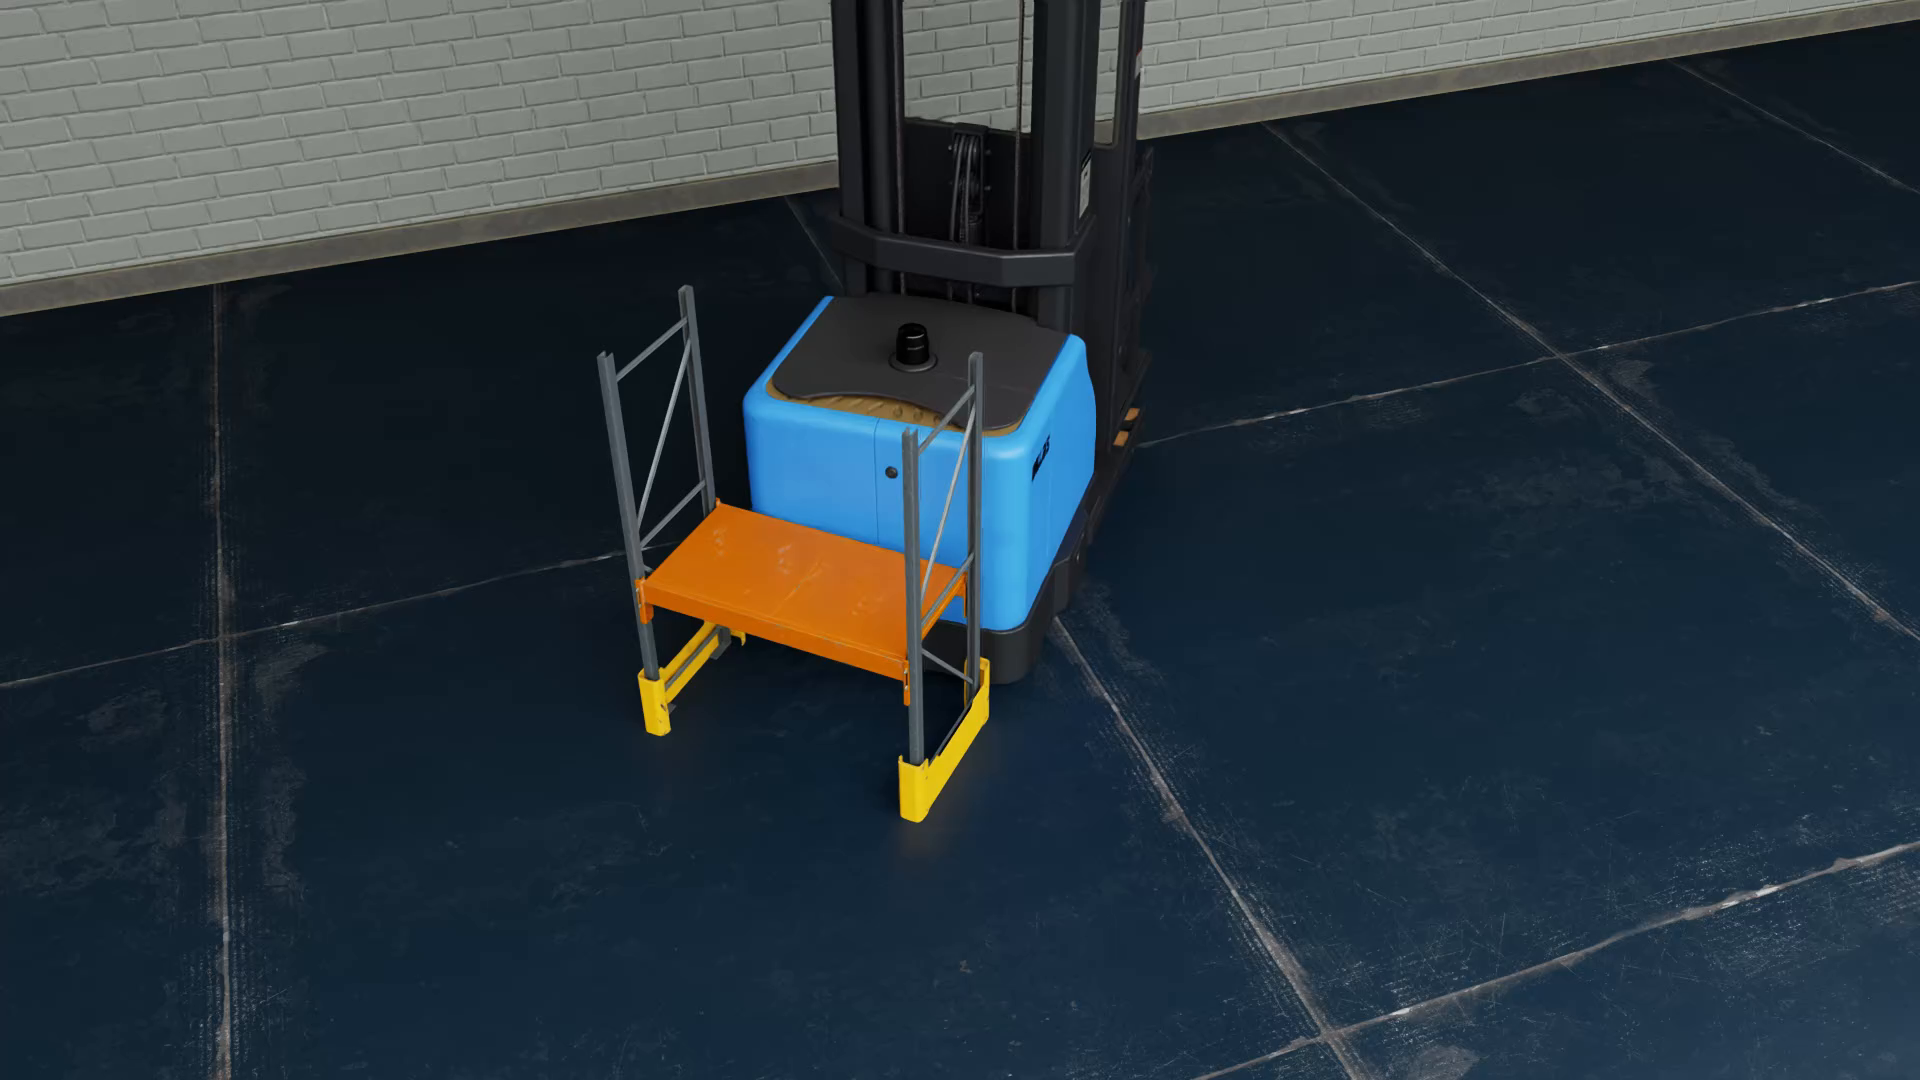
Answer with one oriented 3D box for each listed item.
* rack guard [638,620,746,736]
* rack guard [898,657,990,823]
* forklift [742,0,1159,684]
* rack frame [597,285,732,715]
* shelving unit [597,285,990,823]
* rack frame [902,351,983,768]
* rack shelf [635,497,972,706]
[{"bbox_3d":[-0.956,0.422,5.982,0.087,0.250,0.587,15,40,19],"label":"rack guard"},{"bbox_3d":[-0.048,0.669,5.654,0.087,0.250,0.587,15,40,19],"label":"rack guard"},{"bbox_3d":[0.183,-1.544,6.364,1.130,2.935,3.031,11,38,14],"label":"forklift"},{"bbox_3d":[-0.974,-0.082,5.612,0.032,1.500,0.500,15,40,19],"label":"rack frame"},{"bbox_3d":[-0.502,0.046,5.442,1.083,1.500,0.587,15,40,19],"label":"shelving unit"},{"bbox_3d":[-0.047,0.170,5.278,0.032,1.500,0.500,15,40,19],"label":"rack frame"},{"bbox_3d":[-0.510,0.188,5.553,1.000,0.185,0.538,15,40,19],"label":"rack shelf"}]
